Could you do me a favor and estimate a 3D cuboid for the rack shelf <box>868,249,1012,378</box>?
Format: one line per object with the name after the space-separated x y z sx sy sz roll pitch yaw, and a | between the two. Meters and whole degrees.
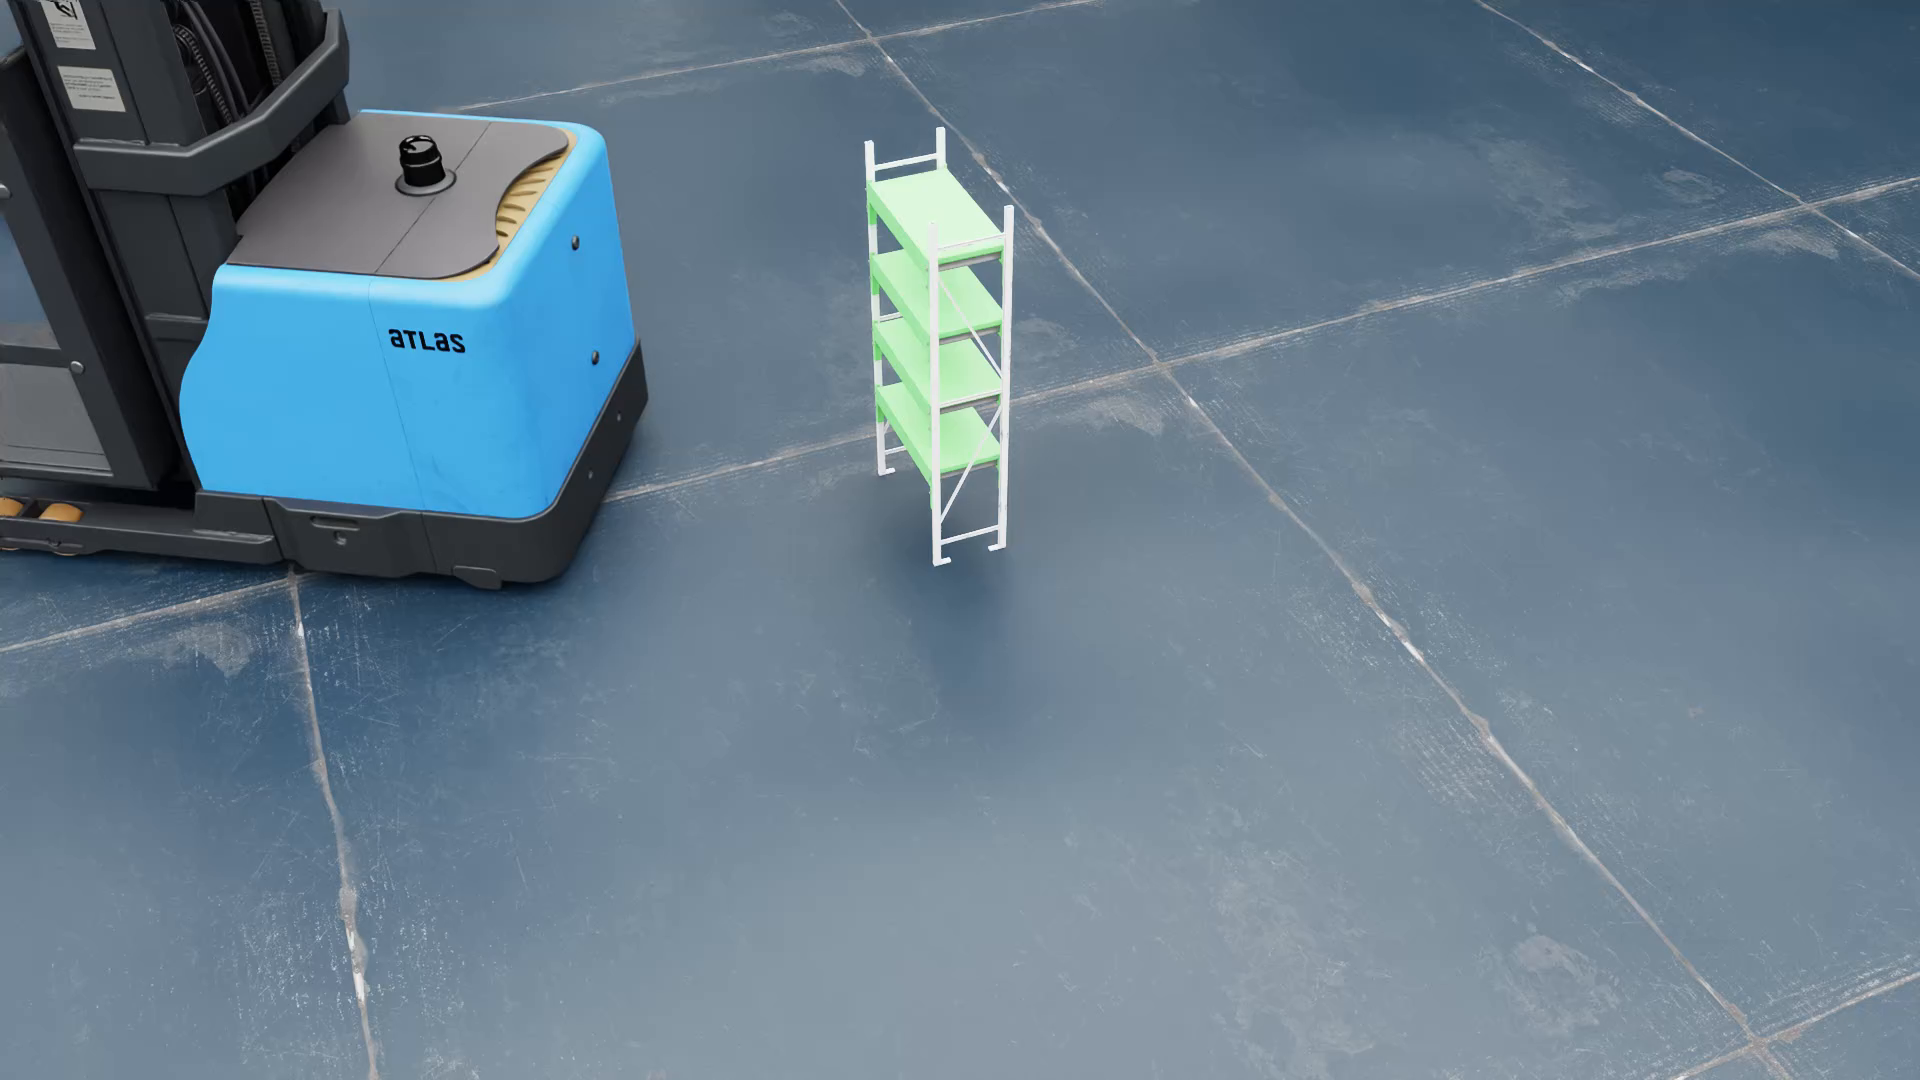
-0.063 -0.688 4.860 0.258 0.148 0.480 -15 43 -17 | rack shelf

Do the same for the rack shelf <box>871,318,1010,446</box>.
-0.063 -0.506 5.016 0.258 0.148 0.480 -15 43 -17 | rack shelf

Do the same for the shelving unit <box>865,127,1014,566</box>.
-0.063 -0.555 4.975 0.258 1.200 0.503 -15 43 -17 | shelving unit

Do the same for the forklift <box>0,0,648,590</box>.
-2.628 -1.396 4.625 3.031 2.935 1.130 5 41 6 | forklift

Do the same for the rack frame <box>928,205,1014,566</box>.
0.030 -0.408 4.804 0.240 1.200 0.015 -15 43 -17 | rack frame

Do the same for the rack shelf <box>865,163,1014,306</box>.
-0.063 -0.870 4.703 0.258 0.148 0.480 -15 43 -17 | rack shelf

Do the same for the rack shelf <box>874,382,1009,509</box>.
-0.063 -0.324 5.173 0.258 0.148 0.480 -15 43 -17 | rack shelf

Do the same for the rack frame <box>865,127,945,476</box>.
-0.157 -0.702 5.146 0.240 1.200 0.015 -15 43 -17 | rack frame
